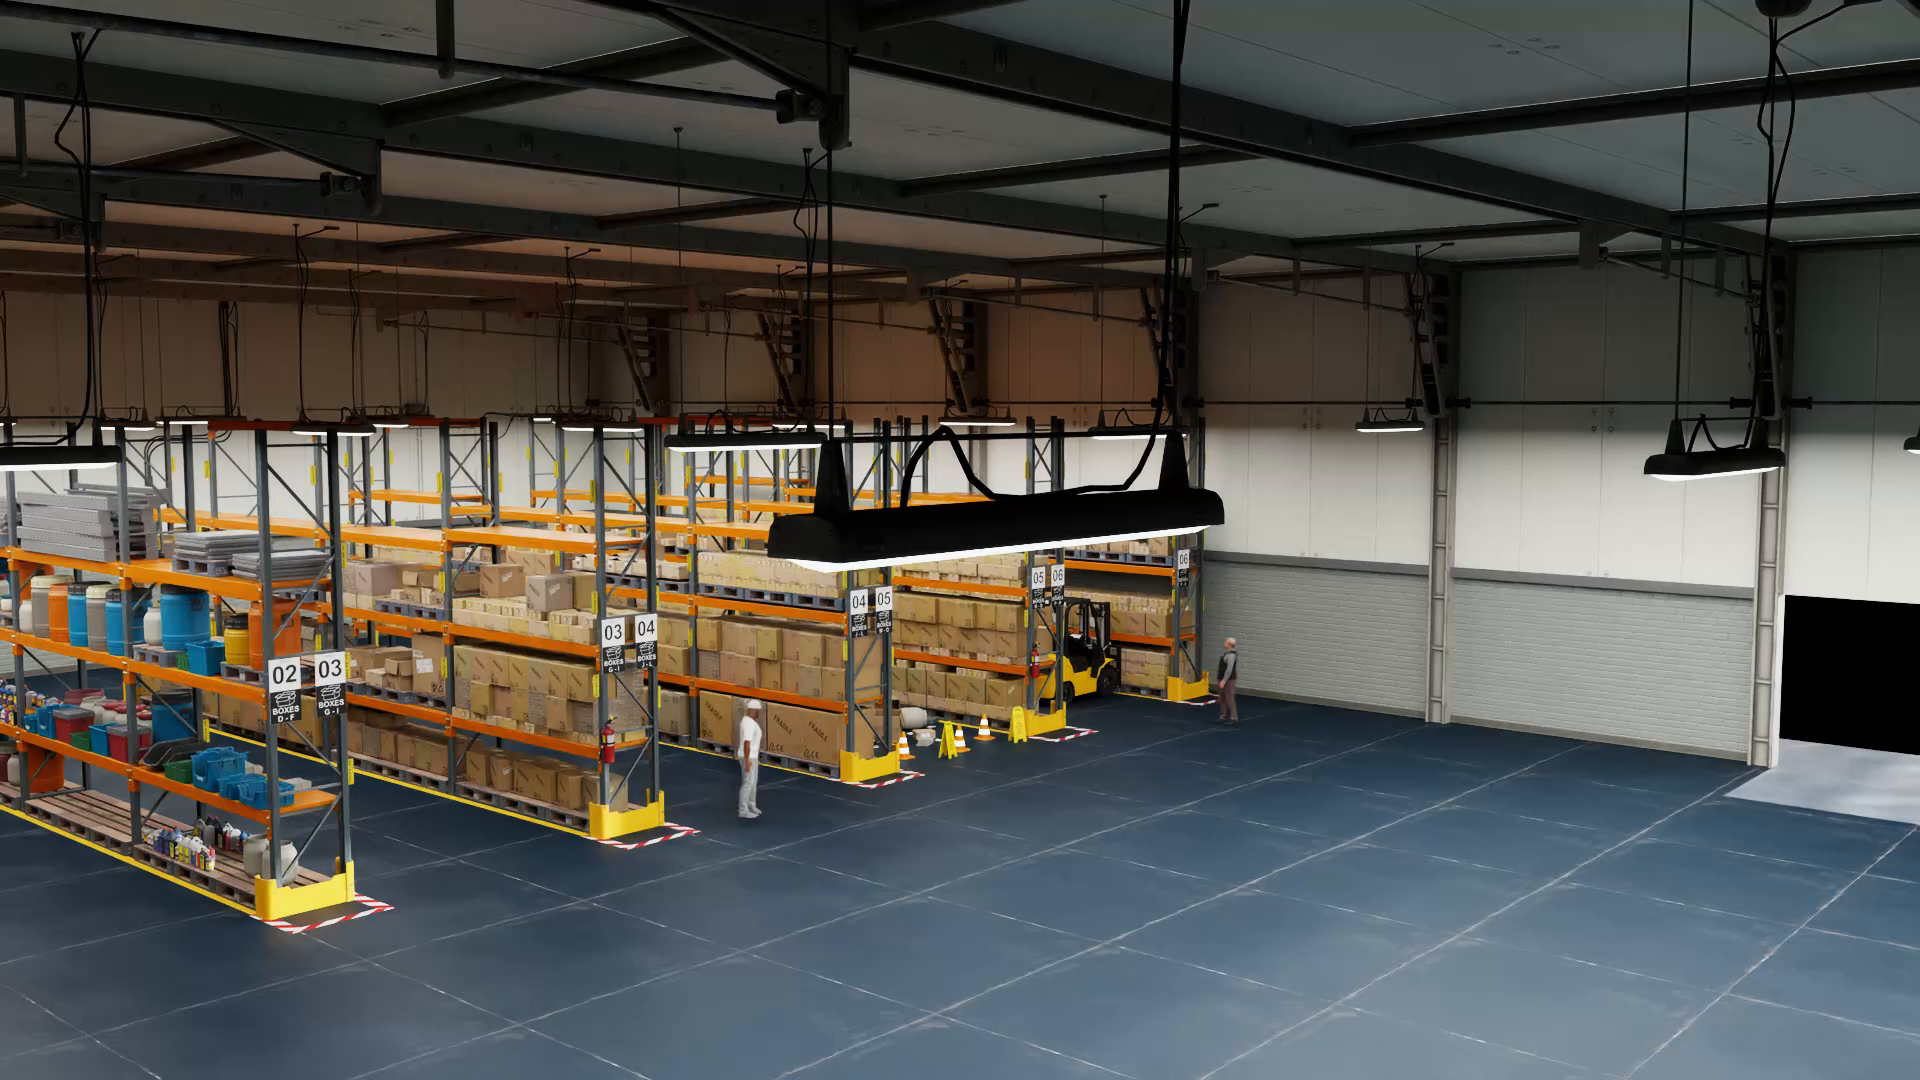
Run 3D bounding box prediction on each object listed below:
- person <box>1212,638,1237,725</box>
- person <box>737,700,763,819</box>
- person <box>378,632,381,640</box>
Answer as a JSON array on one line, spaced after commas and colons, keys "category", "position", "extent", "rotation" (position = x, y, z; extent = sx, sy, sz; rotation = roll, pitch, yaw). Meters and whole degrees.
[{"category": "person", "position": [5.213, 2.770, 32.597], "extent": [0.481, 1.729, 0.586], "rotation": [-1, 5, -17]}, {"category": "person", "position": [-3.211, 3.331, 25.469], "extent": [0.407, 1.775, 0.656], "rotation": [0, 5, -2]}, {"category": "person", "position": [-14.556, 2.019, 41.556], "extent": [0.611, 1.687, 0.965], "rotation": [-5, 7, -43]}]
